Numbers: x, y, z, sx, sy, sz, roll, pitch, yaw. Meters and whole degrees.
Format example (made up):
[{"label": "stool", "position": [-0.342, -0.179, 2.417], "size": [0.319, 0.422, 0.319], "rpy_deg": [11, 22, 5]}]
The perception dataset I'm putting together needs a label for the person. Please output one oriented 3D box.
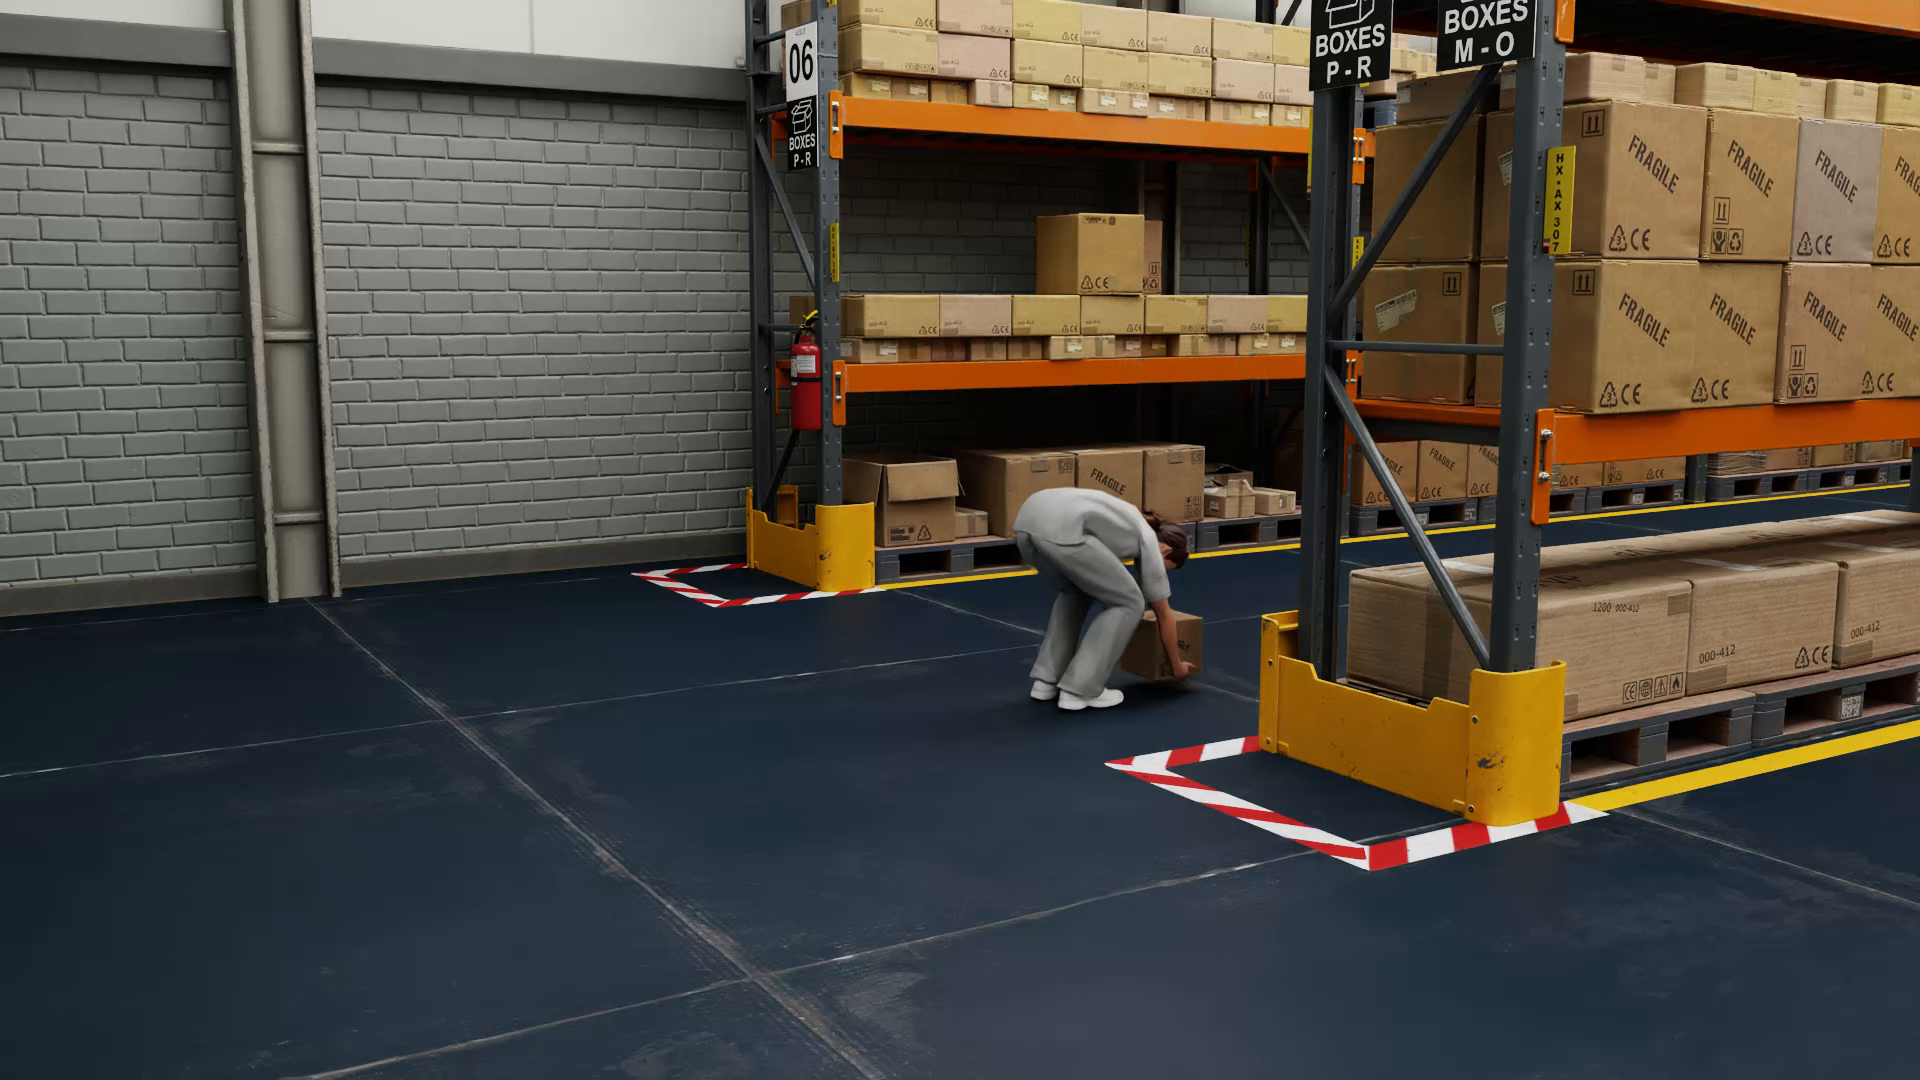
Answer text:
[{"label": "person", "position": [0.616, 0.218, 7.003], "size": [0.848, 0.907, 0.468], "rpy_deg": [-6, 10, -34]}]
